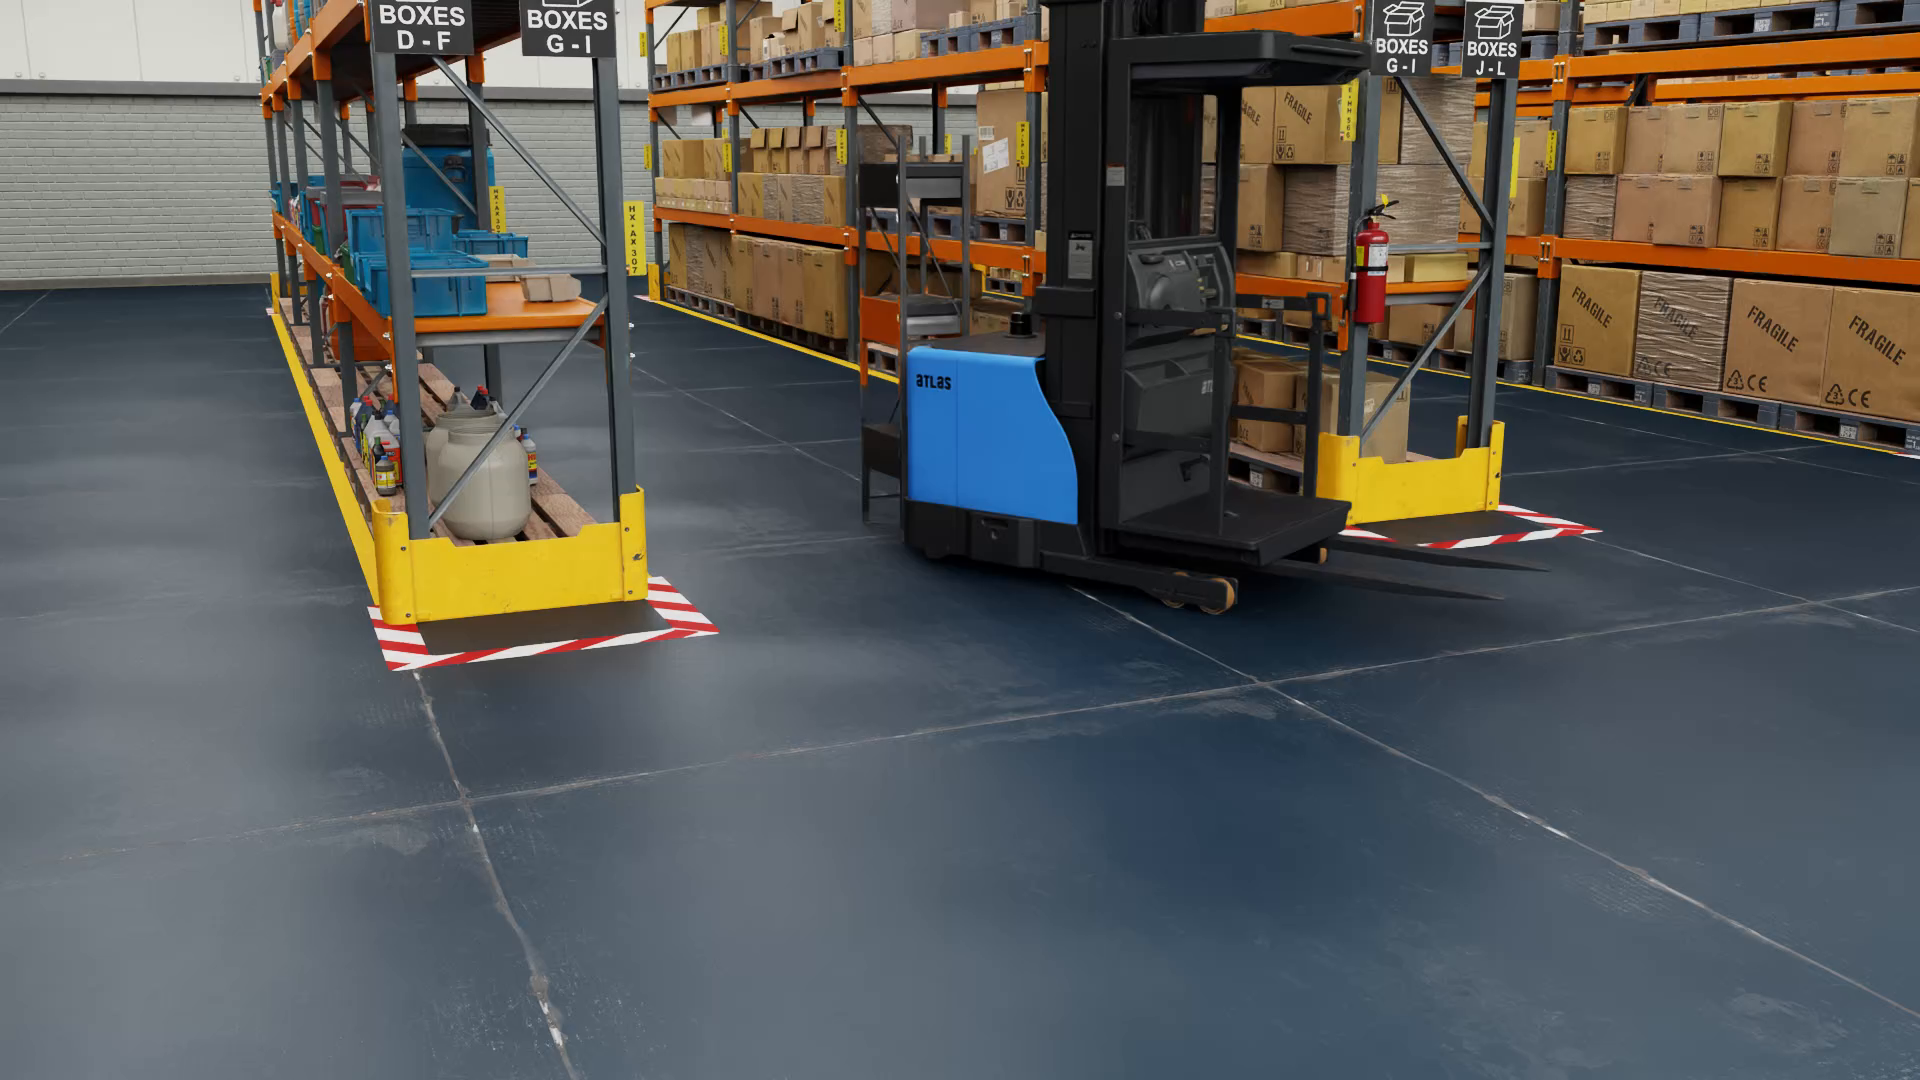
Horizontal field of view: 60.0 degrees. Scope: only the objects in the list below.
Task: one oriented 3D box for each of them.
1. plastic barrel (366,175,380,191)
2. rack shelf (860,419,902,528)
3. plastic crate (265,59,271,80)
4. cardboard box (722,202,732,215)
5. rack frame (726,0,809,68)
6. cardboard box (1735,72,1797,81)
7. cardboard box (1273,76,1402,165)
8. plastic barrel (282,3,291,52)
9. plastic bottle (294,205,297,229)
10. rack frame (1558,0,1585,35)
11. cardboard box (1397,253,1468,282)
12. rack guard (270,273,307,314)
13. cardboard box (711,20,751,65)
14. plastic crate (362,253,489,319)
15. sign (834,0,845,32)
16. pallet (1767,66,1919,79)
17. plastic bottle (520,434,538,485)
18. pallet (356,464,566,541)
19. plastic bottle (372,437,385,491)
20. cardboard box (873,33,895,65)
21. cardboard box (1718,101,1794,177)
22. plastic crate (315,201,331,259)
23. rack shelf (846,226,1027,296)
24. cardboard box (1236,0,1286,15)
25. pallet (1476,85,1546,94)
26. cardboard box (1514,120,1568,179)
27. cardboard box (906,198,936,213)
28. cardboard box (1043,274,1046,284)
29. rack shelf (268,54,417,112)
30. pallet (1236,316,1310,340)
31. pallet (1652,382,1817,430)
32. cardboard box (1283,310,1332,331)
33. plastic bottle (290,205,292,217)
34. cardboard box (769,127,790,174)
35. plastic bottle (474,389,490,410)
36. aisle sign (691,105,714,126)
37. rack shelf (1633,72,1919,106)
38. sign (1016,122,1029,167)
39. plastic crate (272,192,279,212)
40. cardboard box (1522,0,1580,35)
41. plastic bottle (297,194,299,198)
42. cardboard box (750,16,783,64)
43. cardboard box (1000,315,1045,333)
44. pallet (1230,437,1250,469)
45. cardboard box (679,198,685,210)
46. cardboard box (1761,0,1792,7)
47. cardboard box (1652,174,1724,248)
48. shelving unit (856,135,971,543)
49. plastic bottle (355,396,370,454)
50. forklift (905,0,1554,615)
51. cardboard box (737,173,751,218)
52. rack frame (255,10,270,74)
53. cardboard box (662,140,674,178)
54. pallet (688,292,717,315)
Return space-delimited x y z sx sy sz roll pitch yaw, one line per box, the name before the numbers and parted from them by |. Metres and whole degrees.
plastic barrel | -4.702 -2.812 14.066 0.600 0.536 0.708 -6 14 -23
rack shelf | -0.246 -0.384 9.039 0.431 0.518 0.480 -7 15 -28
plastic crate | -7.214 -5.059 17.894 0.450 0.188 0.662 -6 14 -23
cardboard box | -2.652 -3.999 20.054 0.380 0.149 0.250 -6 14 -23
rack frame | -2.230 -7.011 19.205 1.000 3.000 0.127 -6 14 -23
cardboard box | 9.090 -5.356 18.478 0.797 0.503 0.637 -6 14 -23
cardboard box | 2.131 -2.381 9.406 0.500 0.500 0.500 -6 14 -23
plastic barrel | -5.322 -4.238 13.630 0.421 0.512 0.421 0 13 0
plastic bottle | -6.446 -3.182 16.253 0.097 0.271 0.097 0 13 0
rack frame | 5.560 -5.785 13.909 1.000 3.000 0.127 -6 14 -23
cardboard box | 2.682 -1.567 9.545 0.380 0.149 0.250 -6 14 -23
rack guard | -8.392 -3.253 21.817 1.175 0.500 0.348 -6 14 -23
cardboard box | -2.598 -6.008 20.148 0.700 0.500 0.500 -7 15 -26
plastic crate | -2.436 -1.165 7.583 0.499 0.251 0.616 -6 14 -23
sign | -1.139 -4.965 15.696 0.100 0.325 0.005 -6 14 -23
pallet | 9.487 -5.051 17.807 1.213 0.211 1.003 -6 14 -23
plastic bottle | -2.402 -0.449 9.234 0.097 0.271 0.097 0 13 0
pallet | -2.840 -0.234 9.415 1.003 0.211 1.213 -6 14 -23
plastic bottle | -3.162 -0.415 9.058 0.061 0.283 0.133 -5 14 -22
cardboard box | -0.467 -4.424 15.012 0.500 0.250 0.500 -5 14 -22
cardboard box | 6.313 -3.046 12.652 0.875 0.550 0.500 -6 14 -23
plastic crate | -4.290 -2.180 11.672 0.392 0.384 0.575 -6 14 -23
rack shelf | 0.174 -2.498 14.606 1.077 0.370 4.000 -6 14 -23
cardboard box | 1.949 -3.177 9.624 0.500 0.250 0.500 -6 14 -23
pallet | 7.263 -6.166 22.633 0.805 0.209 1.217 -6 14 -25
cardboard box | 5.356 -3.500 14.902 0.700 0.500 0.500 -6 14 -24
cardboard box | -0.167 -3.026 14.694 0.500 0.250 0.500 -6 14 -25
cardboard box | 1.302 -3.702 23.603 0.380 0.149 0.250 -6 14 -23
rack shelf | -5.967 -4.338 15.906 1.077 0.370 4.000 -6 14 -23
pallet | 3.646 -2.492 19.168 1.003 0.211 1.213 -6 14 -23
pallet | 6.286 -1.087 13.100 1.003 0.211 1.213 -6 14 -23
cardboard box | 4.119 -2.663 17.783 1.050 0.750 0.750 -6 14 -24
plastic bottle | -6.856 -3.394 17.167 0.097 0.271 0.097 0 13 0
cardboard box | -1.702 -4.351 18.573 0.797 0.503 0.637 -5 14 -22
plastic bottle | -2.964 -0.765 10.422 0.144 0.351 0.185 -6 15 -26
aisle sign | -3.586 -6.223 23.340 0.394 0.787 0.004 -6 14 -23
rack shelf | 9.254 -4.854 18.135 1.077 0.370 4.000 -6 14 -23
sign | 0.468 -2.949 12.389 0.100 0.325 0.005 -6 14 -23
plastic crate | -8.045 -4.062 20.007 0.416 0.233 0.300 -6 14 -23
cardboard box | 5.131 -4.636 14.773 0.500 0.250 0.500 -5 14 -22
plastic bottle | -6.908 -3.506 17.477 0.144 0.351 0.185 -6 14 -23
cardboard box | -1.988 -5.684 18.970 0.700 0.500 0.500 -5 14 -22
cardboard box | 0.749 -1.561 13.528 0.700 0.500 0.500 -7 15 -27
pallet | 1.769 -0.689 11.378 1.003 0.211 1.213 -6 14 -23
cardboard box | -3.475 -4.424 21.888 0.380 0.149 0.250 -6 14 -24
cardboard box | 6.108 -3.982 12.172 0.380 0.149 0.250 -5 14 -22
cardboard box | 6.068 -2.627 13.233 0.875 0.550 0.550 -6 14 -23
shelving unit | -0.246 -1.080 8.878 0.431 2.100 0.503 -7 15 -28
plastic bottle | -3.620 -0.707 10.173 0.144 0.351 0.185 -5 14 -21
forklift | 1.210 -1.229 7.681 3.031 2.935 1.130 9 16 35
cardboard box | -2.274 -4.019 19.362 0.500 0.500 0.500 -6 14 -23
rack frame | -8.370 -7.390 20.842 1.000 3.000 0.127 -6 14 -23
cardboard box | -3.687 -5.125 22.370 0.500 0.500 0.500 -6 14 -24
pallet | -2.955 -3.146 21.996 1.003 0.211 1.213 -6 14 -23
